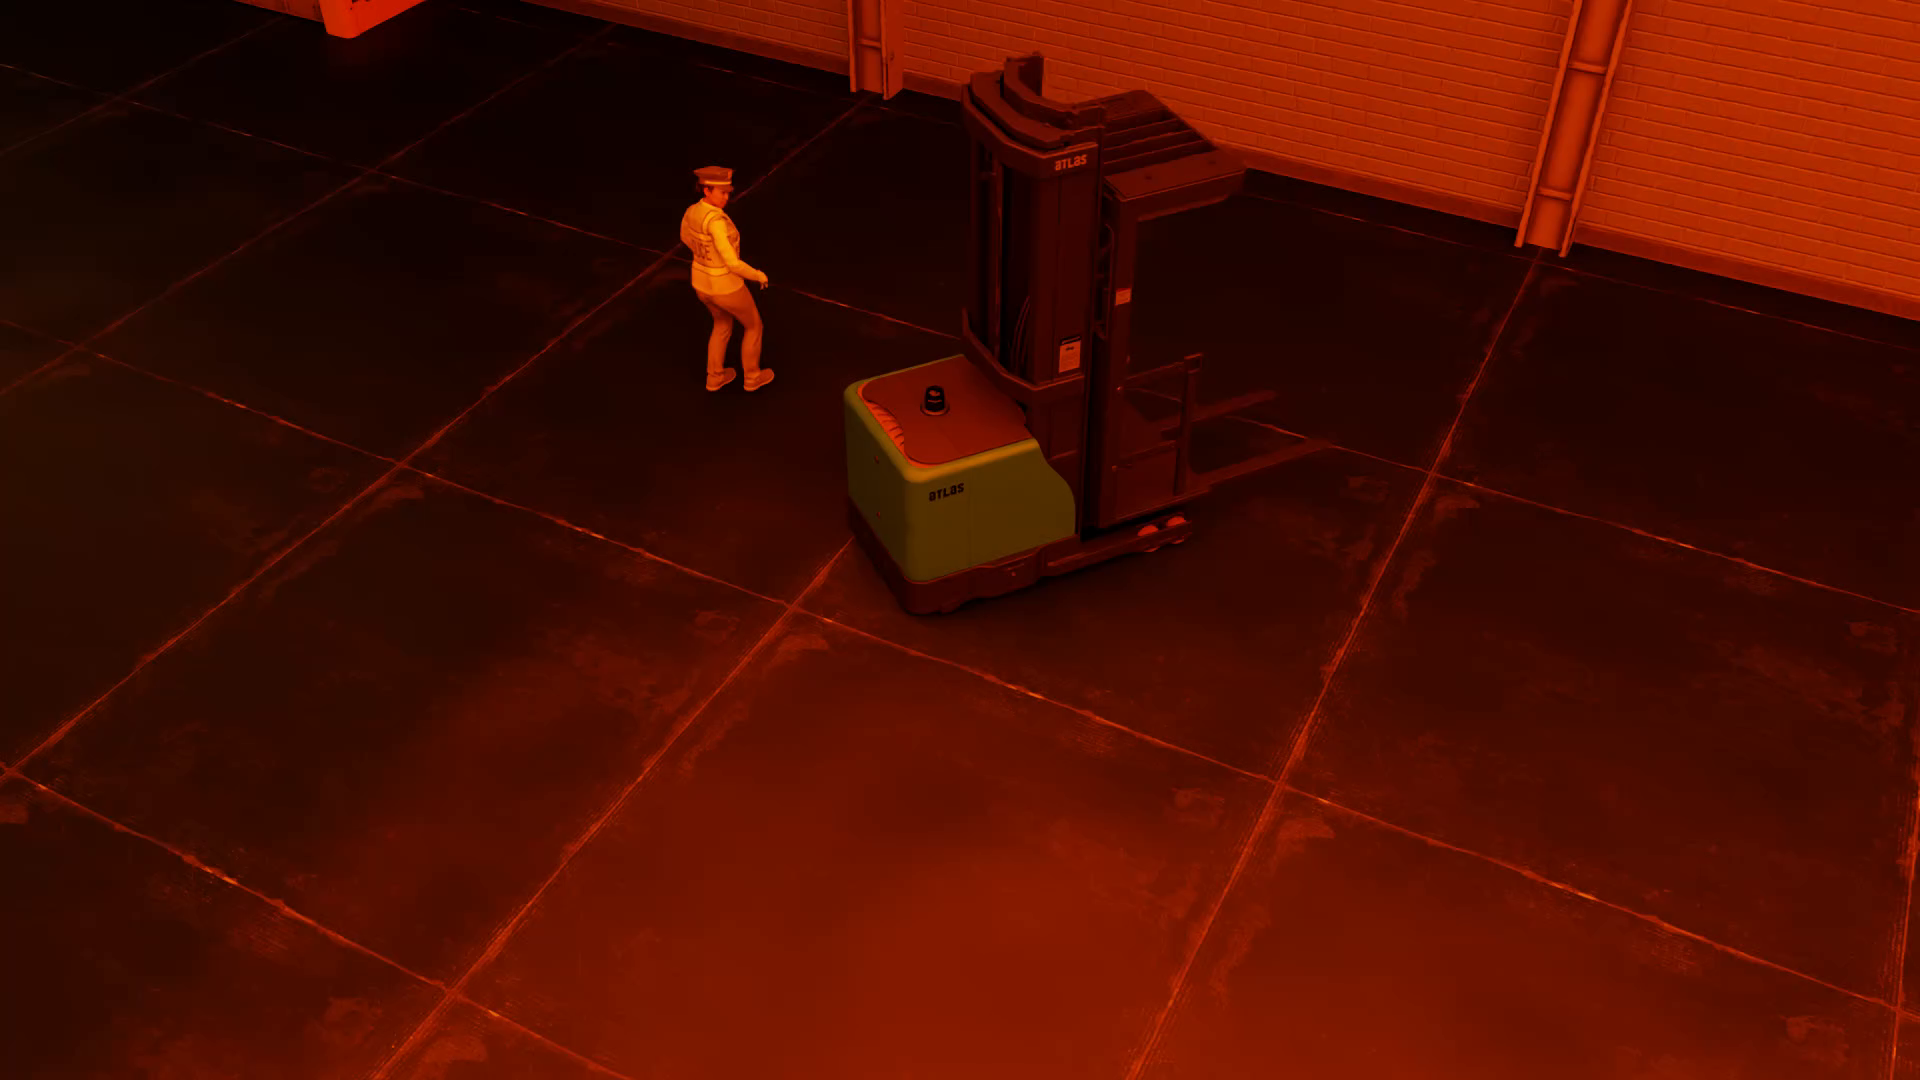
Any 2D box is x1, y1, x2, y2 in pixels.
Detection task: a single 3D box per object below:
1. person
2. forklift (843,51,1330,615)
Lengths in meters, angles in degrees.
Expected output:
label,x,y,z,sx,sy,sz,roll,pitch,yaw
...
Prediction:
label,x,y,z,sx,sy,sz,roll,pitch,yaw
person,-1.563,-1.726,11.052,0.697,1.639,0.476,32,49,32
forklift,0.864,-1.336,9.573,3.031,2.935,1.130,-17,43,-19
